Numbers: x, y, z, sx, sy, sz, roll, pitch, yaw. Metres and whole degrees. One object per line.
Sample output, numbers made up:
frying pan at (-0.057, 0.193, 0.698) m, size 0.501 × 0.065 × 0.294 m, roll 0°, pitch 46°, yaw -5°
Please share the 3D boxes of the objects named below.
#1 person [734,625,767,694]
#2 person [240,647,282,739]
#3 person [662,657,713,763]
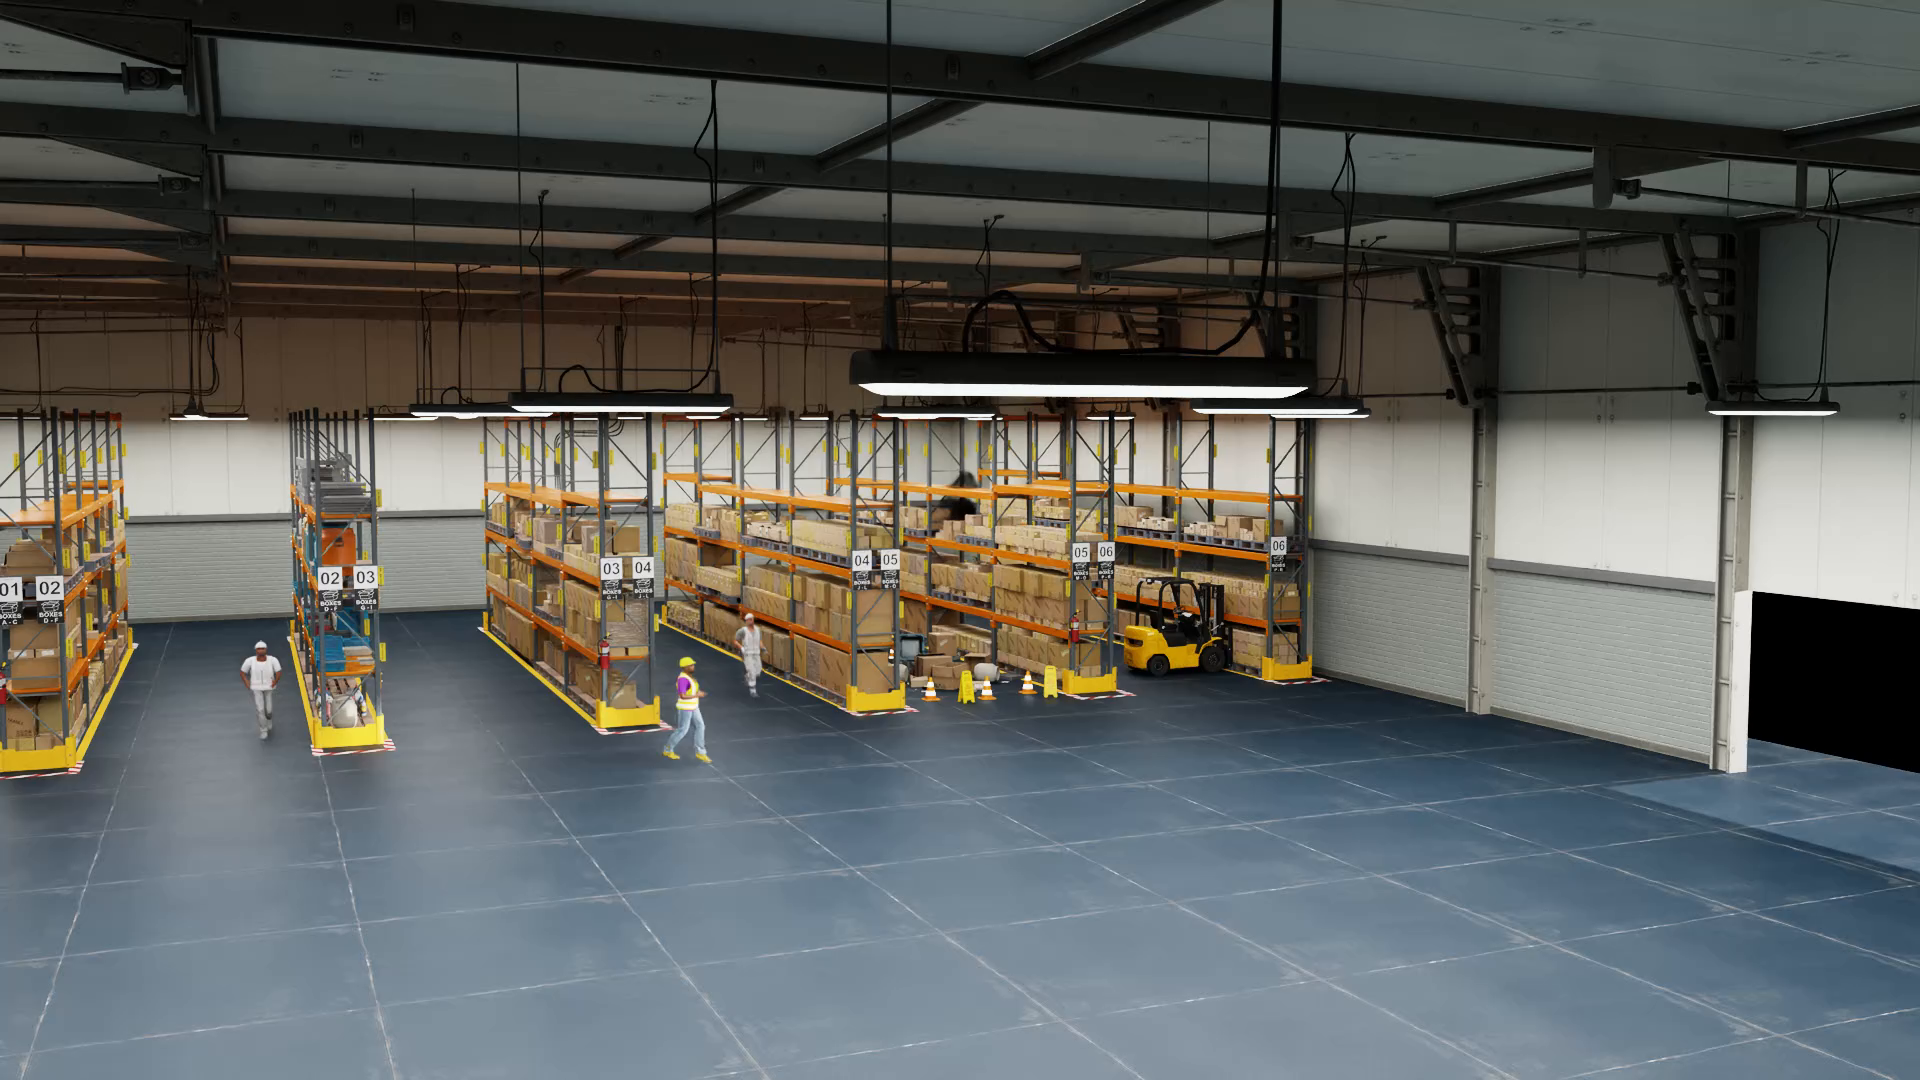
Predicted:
person at (-4.421, 2.498, 34.956) m, size 0.628 × 1.443 × 0.595 m, roll -3°, pitch 5°, yaw -35°
person at (-12.785, 2.741, 30.438) m, size 0.708 × 1.708 × 0.714 m, roll -2°, pitch 4°, yaw -25°
person at (-4.611, 2.877, 28.002) m, size 0.830 × 1.823 × 0.681 m, roll 1°, pitch 4°, yaw 9°
